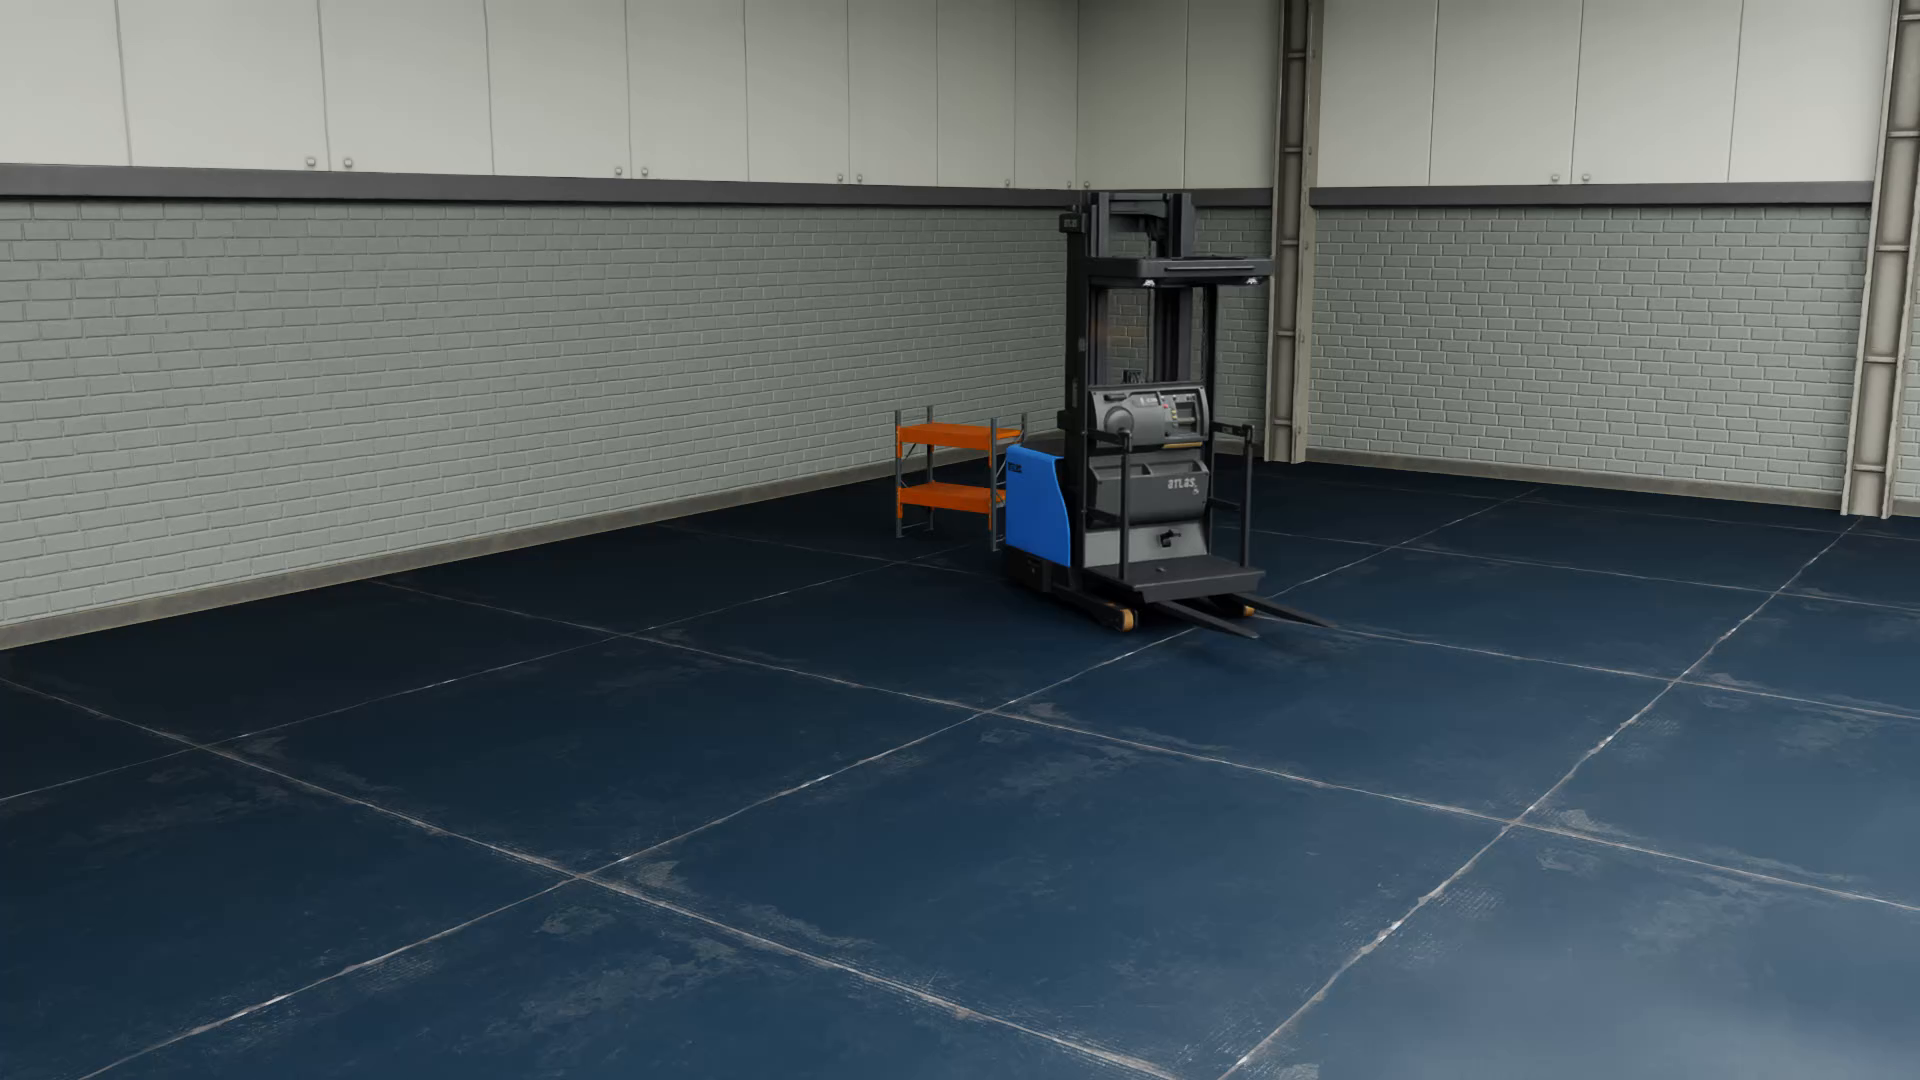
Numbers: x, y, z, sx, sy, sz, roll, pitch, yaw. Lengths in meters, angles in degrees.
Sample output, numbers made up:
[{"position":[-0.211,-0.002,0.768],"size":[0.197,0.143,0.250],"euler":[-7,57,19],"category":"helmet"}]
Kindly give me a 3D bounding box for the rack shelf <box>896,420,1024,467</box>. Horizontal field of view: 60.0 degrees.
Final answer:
[{"position":[0.005,-0.839,14.363],"size":[1.000,0.278,0.538],"euler":[8,13,36],"category":"rack shelf"}]

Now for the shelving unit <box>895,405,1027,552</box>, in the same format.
[{"position":[0.005,-0.552,14.419],"size":[1.048,1.125,0.538],"euler":[8,13,36],"category":"shelving unit"}]

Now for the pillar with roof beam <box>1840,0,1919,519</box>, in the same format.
[{"position":[6.052,-4.002,11.524],"size":[0.400,9.000,9.100],"euler":[8,13,36],"category":"pillar with roof beam"}]

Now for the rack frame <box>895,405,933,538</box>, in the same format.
[{"position":[-0.404,-0.609,14.714],"size":[0.032,1.125,0.500],"euler":[8,13,36],"category":"rack frame"}]

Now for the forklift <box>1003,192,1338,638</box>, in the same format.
[{"position":[1.434,-0.905,11.492],"size":[1.130,2.935,3.031],"euler":[-5,12,-26],"category":"forklift"}]

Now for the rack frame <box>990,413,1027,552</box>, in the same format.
[{"position":[0.415,-0.494,14.124],"size":[0.032,1.125,0.500],"euler":[8,13,36],"category":"rack frame"}]

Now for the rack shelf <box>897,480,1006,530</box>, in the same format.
[{"position":[0.005,-0.311,14.465],"size":[1.000,0.278,0.538],"euler":[8,13,36],"category":"rack shelf"}]

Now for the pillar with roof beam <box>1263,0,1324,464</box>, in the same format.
[{"position":[1.216,-4.676,15.010],"size":[0.400,9.000,9.100],"euler":[8,13,36],"category":"pillar with roof beam"}]
